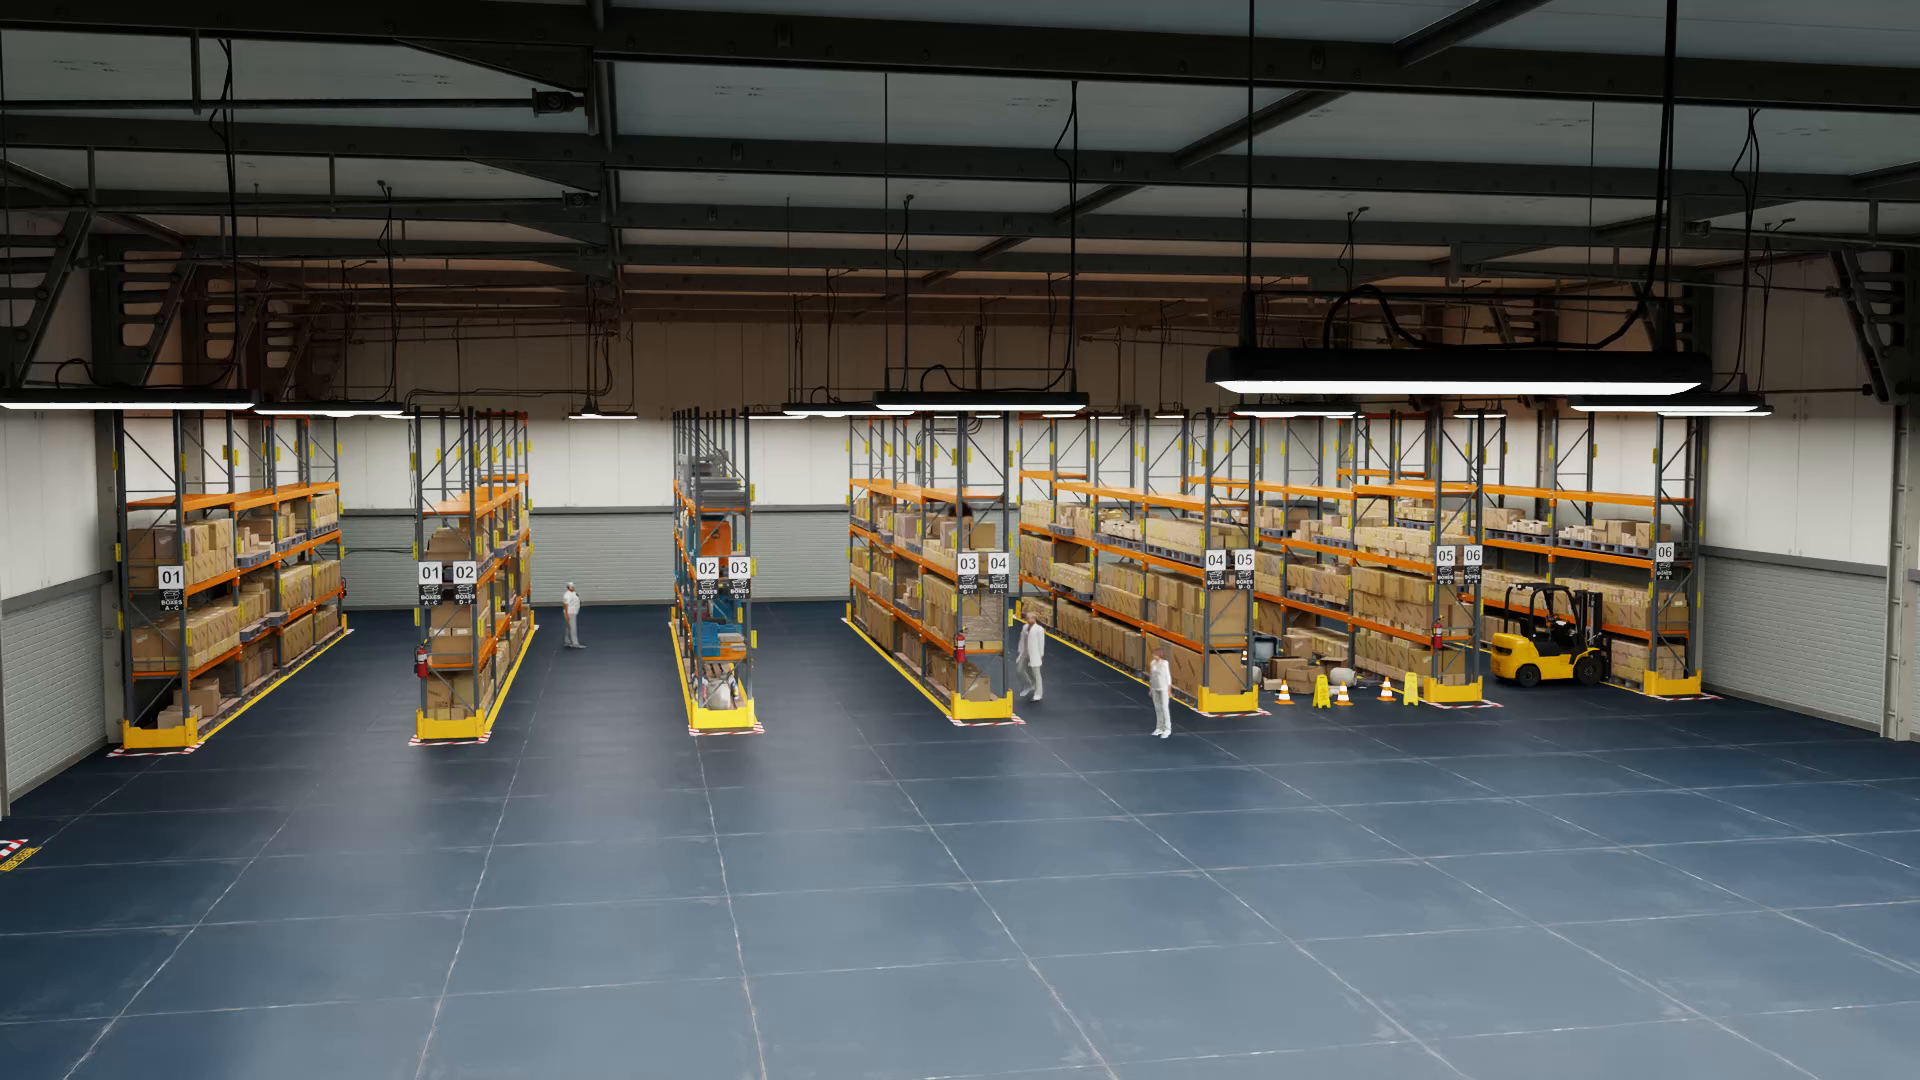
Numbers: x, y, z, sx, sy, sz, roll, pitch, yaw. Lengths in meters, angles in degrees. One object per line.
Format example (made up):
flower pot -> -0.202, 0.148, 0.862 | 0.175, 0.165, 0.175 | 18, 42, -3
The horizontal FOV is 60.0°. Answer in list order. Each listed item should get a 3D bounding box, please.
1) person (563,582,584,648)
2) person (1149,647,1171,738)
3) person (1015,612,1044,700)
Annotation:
person -> -9.793, 1.899, 42.232 | 0.554, 1.672, 0.524 | 0, 4, 2
person -> 3.644, 2.771, 30.371 | 0.488, 1.624, 0.363 | 4, 6, 45
person -> 1.466, 2.380, 34.325 | 0.630, 1.795, 0.509 | 3, 5, 40
